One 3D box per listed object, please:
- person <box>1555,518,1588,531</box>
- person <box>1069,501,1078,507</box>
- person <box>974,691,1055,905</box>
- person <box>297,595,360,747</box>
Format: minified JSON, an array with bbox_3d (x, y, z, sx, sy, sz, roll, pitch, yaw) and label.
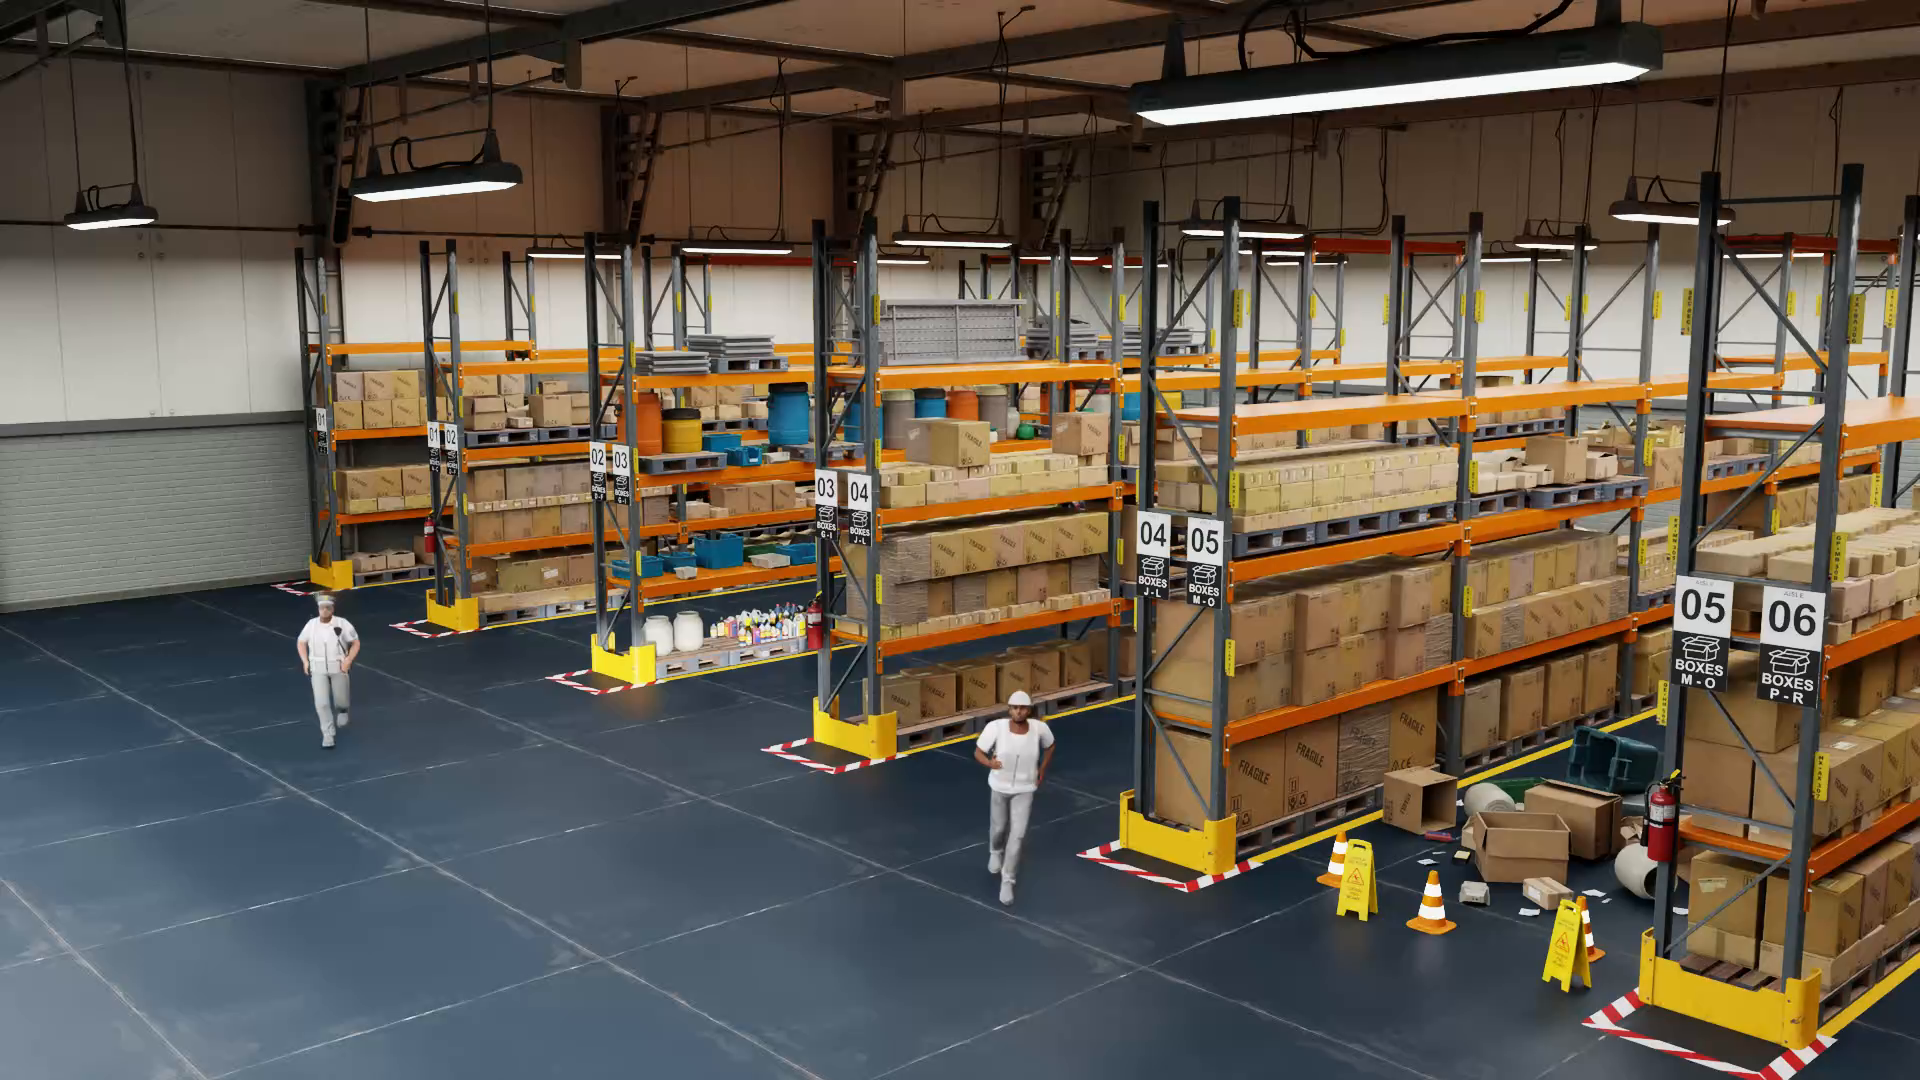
[{"bbox_3d":[9.677,0.414,26.523,0.698,1.734,0.630,7,11,39],"label":"person"},{"bbox_3d":[2.175,-0.451,32.472,0.612,1.701,0.920,5,10,32],"label":"person"},{"bbox_3d":[0.471,2.178,14.511,0.697,1.787,0.891,0,8,3],"label":"person"},{"bbox_3d":[-7.325,1.480,19.291,0.681,1.737,0.748,-2,9,-15],"label":"person"}]
